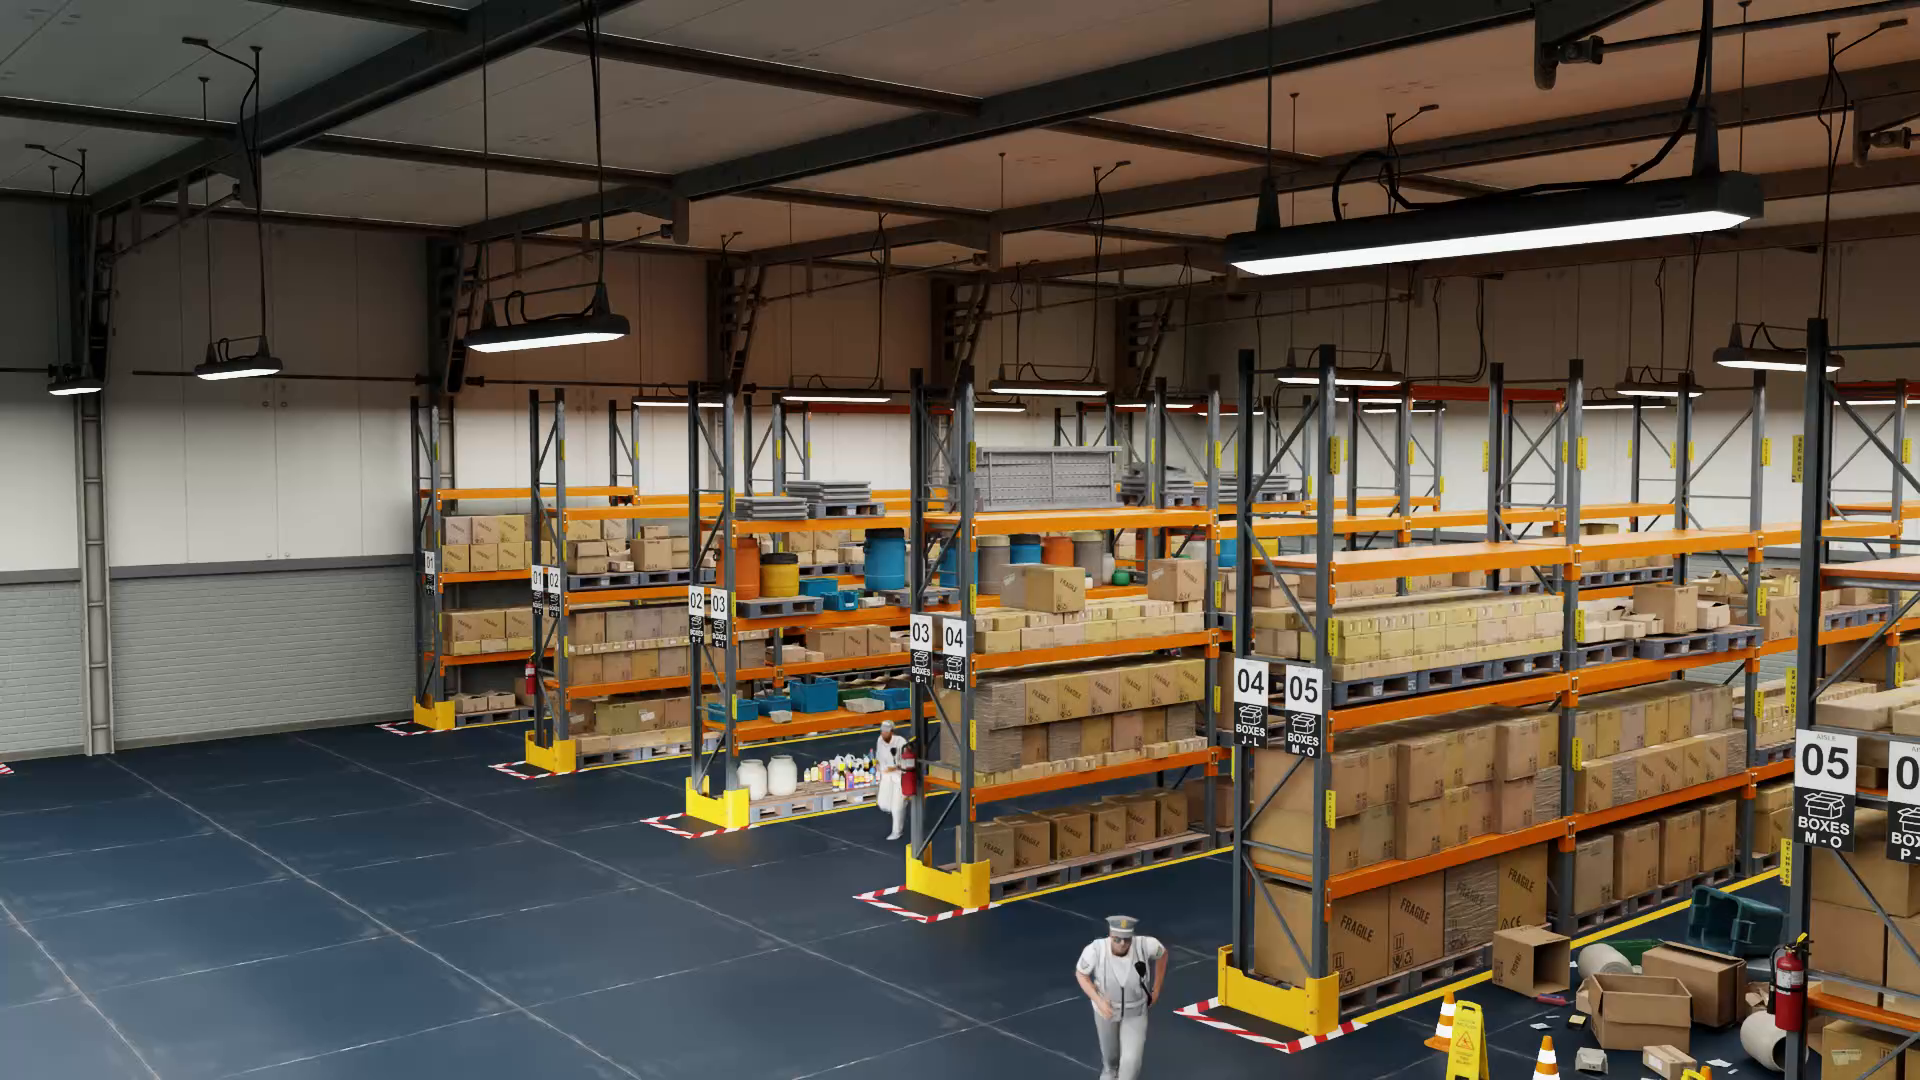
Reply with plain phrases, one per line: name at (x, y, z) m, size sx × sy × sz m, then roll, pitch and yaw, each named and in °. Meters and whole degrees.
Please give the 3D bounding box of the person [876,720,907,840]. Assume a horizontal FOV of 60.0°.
person at (-0.855, 3.113, 21.638) m, size 0.595 × 1.598 × 0.705 m, roll 2°, pitch 4°, yaw 27°

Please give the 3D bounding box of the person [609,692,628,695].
person at (-5.898, 2.655, 29.135) m, size 0.603 × 1.617 × 0.535 m, roll 3°, pitch 4°, yaw 37°

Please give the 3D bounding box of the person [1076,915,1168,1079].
person at (1.223, 3.611, 12.697) m, size 0.703 × 1.709 × 1.024 m, roll 0°, pitch 3°, yaw 0°
